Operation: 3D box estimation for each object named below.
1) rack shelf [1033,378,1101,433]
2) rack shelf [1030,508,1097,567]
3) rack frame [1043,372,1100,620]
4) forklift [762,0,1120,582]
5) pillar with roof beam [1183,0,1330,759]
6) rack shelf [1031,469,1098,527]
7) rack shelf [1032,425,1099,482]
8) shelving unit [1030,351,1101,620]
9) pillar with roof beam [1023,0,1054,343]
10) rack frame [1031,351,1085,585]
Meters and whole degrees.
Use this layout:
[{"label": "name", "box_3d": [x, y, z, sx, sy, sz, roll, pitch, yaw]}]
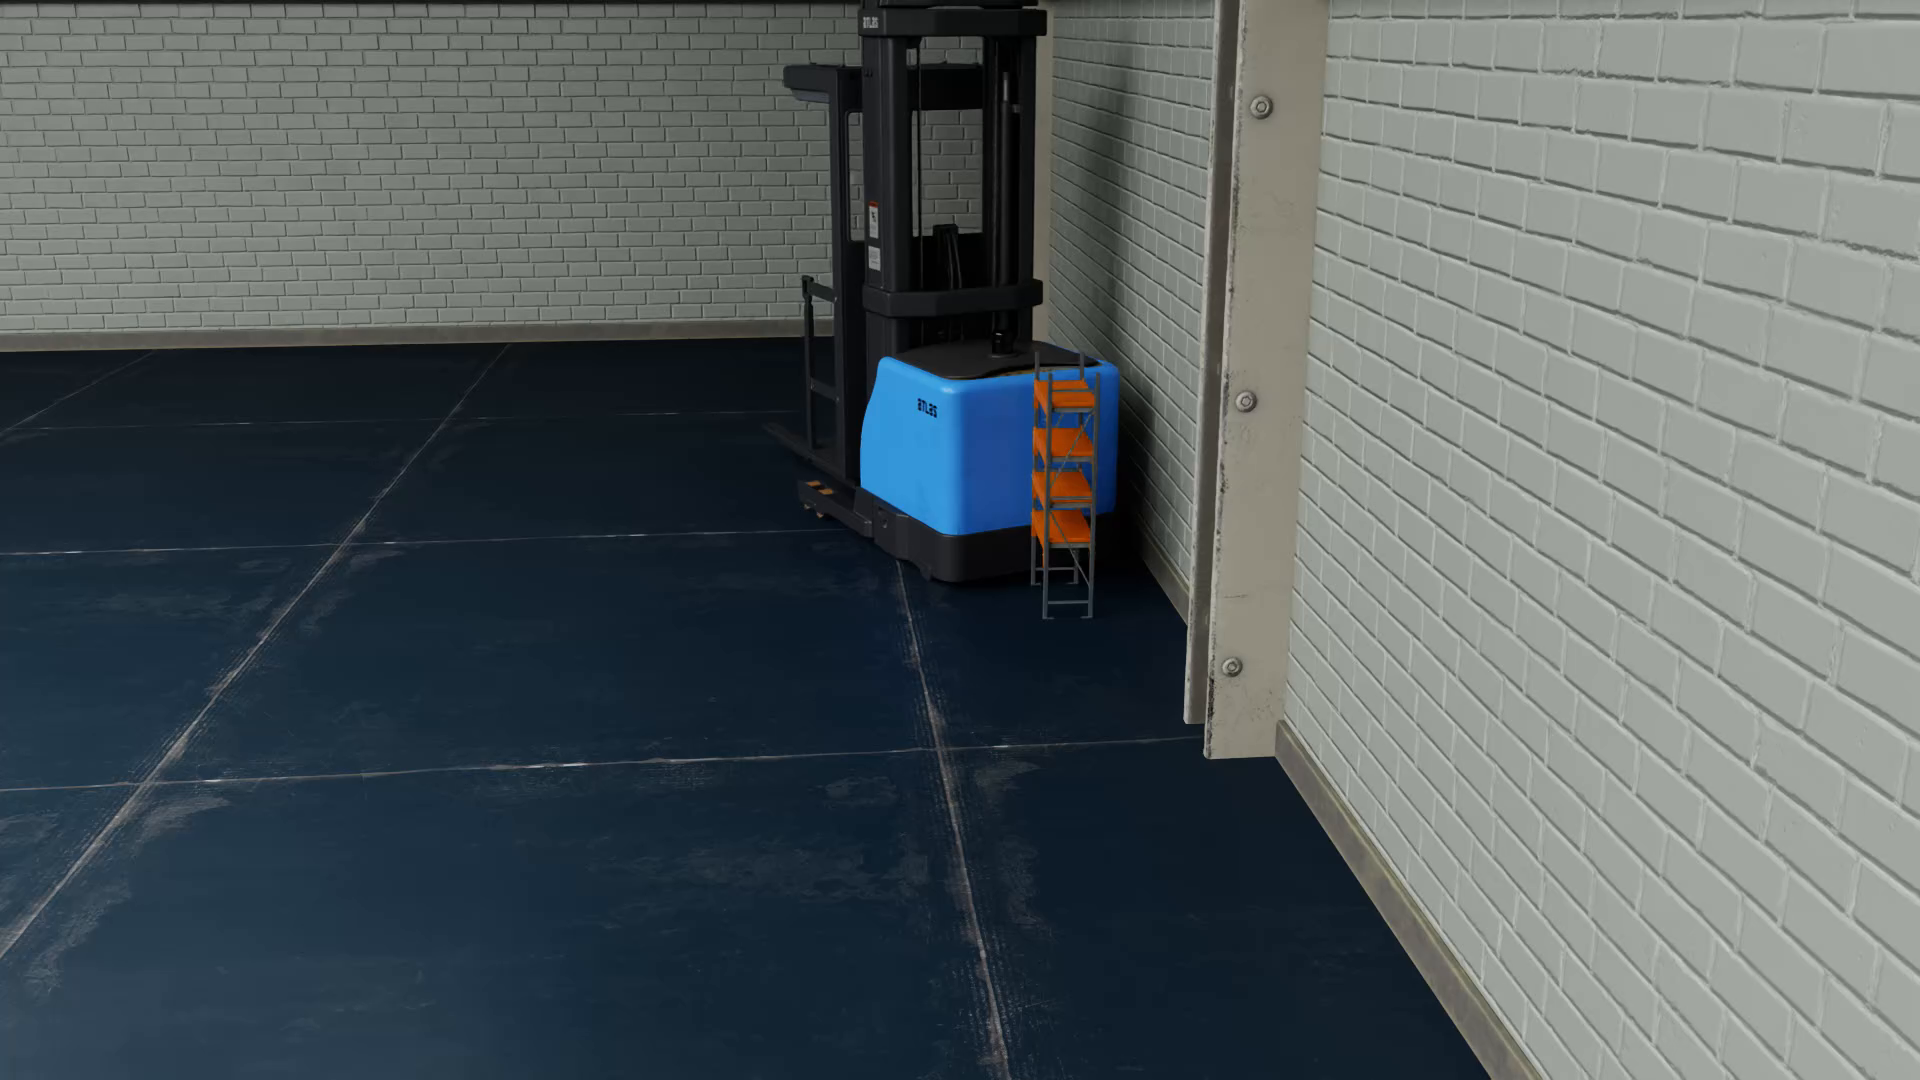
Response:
[{"label": "rack shelf", "box_3d": [0.503, -0.643, 7.897, 0.258, 0.148, 0.480, -1, 18, -4]}, {"label": "rack shelf", "box_3d": [0.500, -0.018, 8.103, 0.258, 0.148, 0.480, -1, 18, -4]}, {"label": "rack frame", "box_3d": [0.519, -0.194, 7.789, 0.240, 1.200, 0.015, -1, 18, -4]}, {"label": "forklift", "box_3d": [-0.296, -1.583, 9.327, 1.130, 2.935, 3.031, -9, 19, -26]}, {"label": "pillar with roof beam", "box_3d": [-3.190, -3.373, 4.896, 9.100, 9.000, 0.400, -2, 18, -6]}, {"label": "rack shelf", "box_3d": [0.500, -0.206, 8.041, 0.258, 0.148, 0.480, -1, 18, -4]}, {"label": "rack shelf", "box_3d": [0.501, -0.419, 7.971, 0.258, 0.148, 0.480, -1, 18, -4]}, {"label": "shelving unit", "box_3d": [0.501, -0.270, 8.020, 0.258, 1.200, 0.503, -1, 18, -4]}, {"label": "pillar with roof beam", "box_3d": [-3.809, -5.160, 10.590, 9.100, 9.000, 0.400, -2, 18, -6]}, {"label": "rack frame", "box_3d": [0.482, -0.346, 8.251, 0.240, 1.200, 0.015, -1, 18, -4]}]
